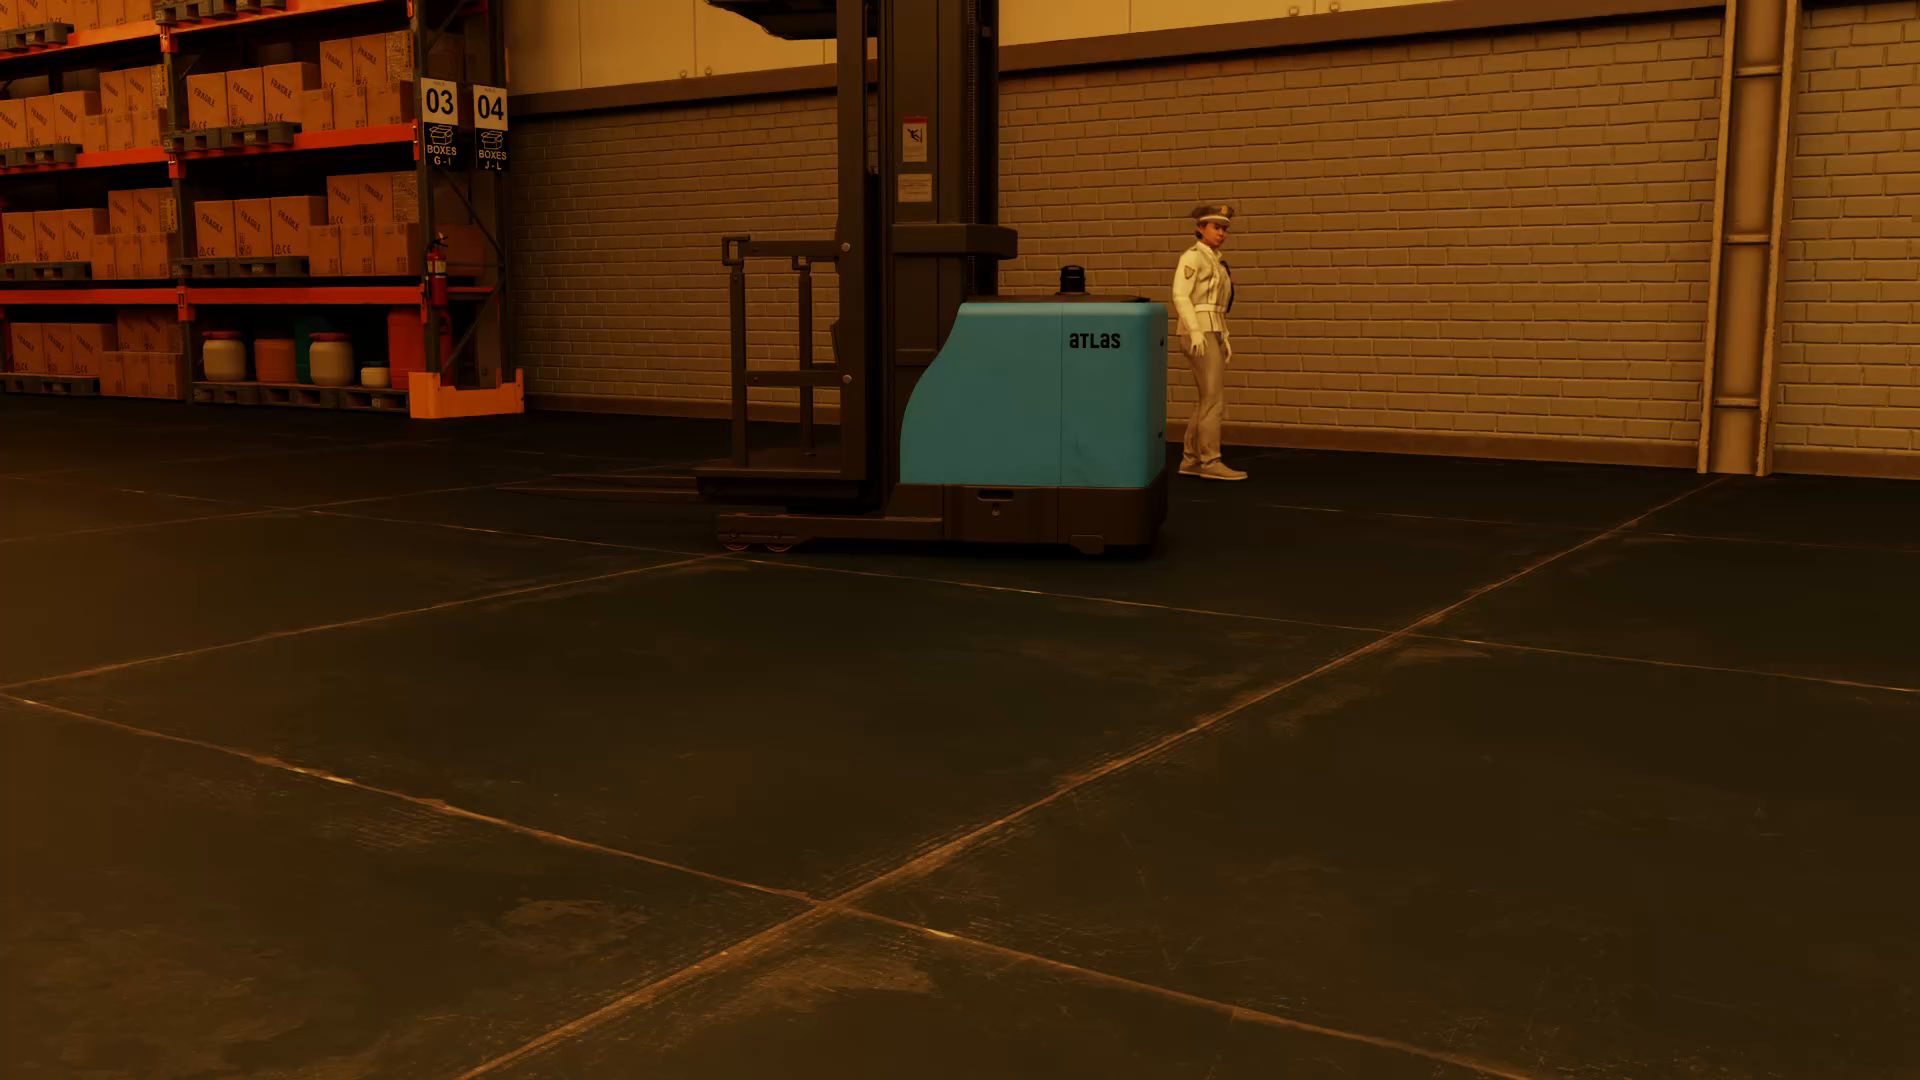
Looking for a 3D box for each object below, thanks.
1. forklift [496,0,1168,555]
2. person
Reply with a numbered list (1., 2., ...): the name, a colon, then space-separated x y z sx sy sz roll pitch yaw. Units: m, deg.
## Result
1. forklift: -0.596 -1.469 7.520 3.031 2.935 1.130 2 8 12
2. person: 1.575 -1.213 10.218 0.475 1.670 0.668 3 9 19
